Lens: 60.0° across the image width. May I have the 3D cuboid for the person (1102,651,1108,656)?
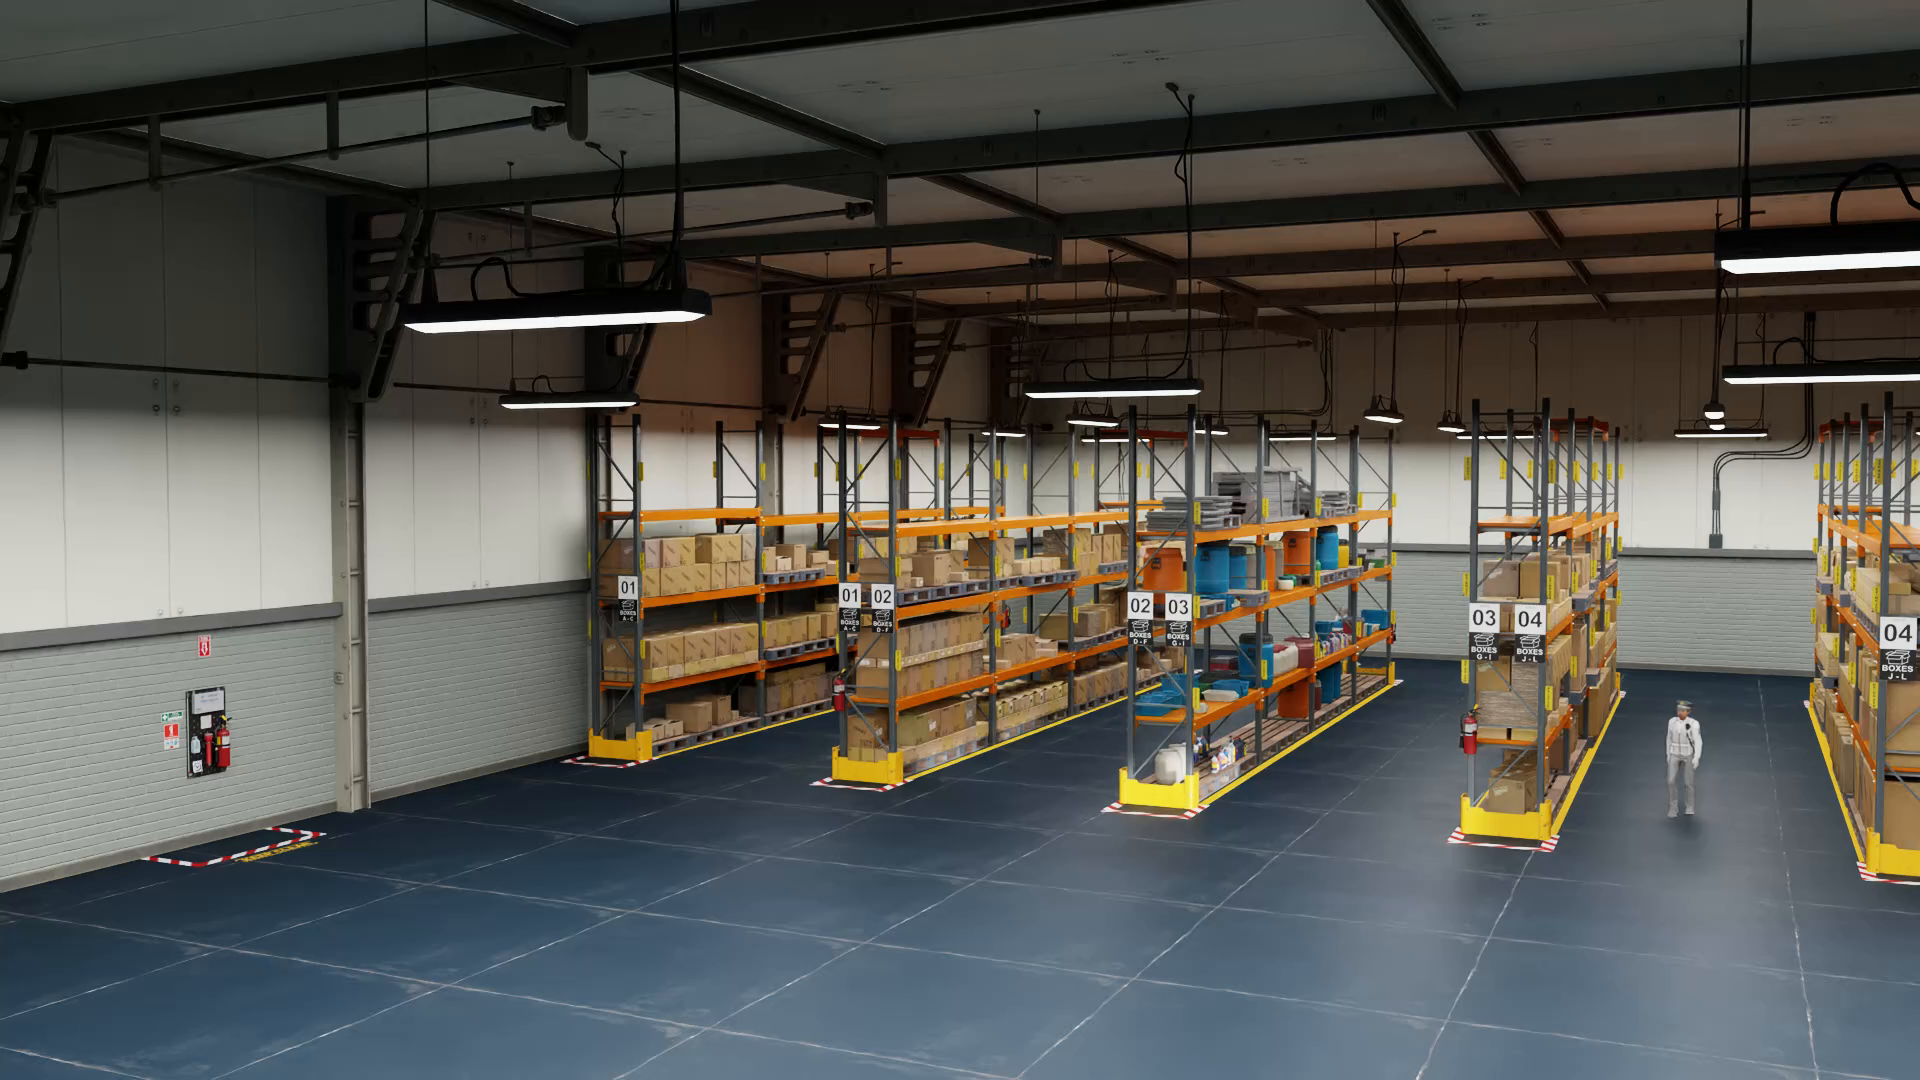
[{"bbox_3d":[3.535,2.424,41.638,0.600,1.751,0.634,0,2,-1],"label":"person"}]

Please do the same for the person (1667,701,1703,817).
[{"bbox_3d":[10.521,3.192,24.181,0.537,1.735,0.515,2,3,43],"label":"person"}]

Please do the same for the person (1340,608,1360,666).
[{"bbox_3d":[10.016,2.483,42.987,0.406,1.478,0.905,-1,3,-32],"label":"person"}]
